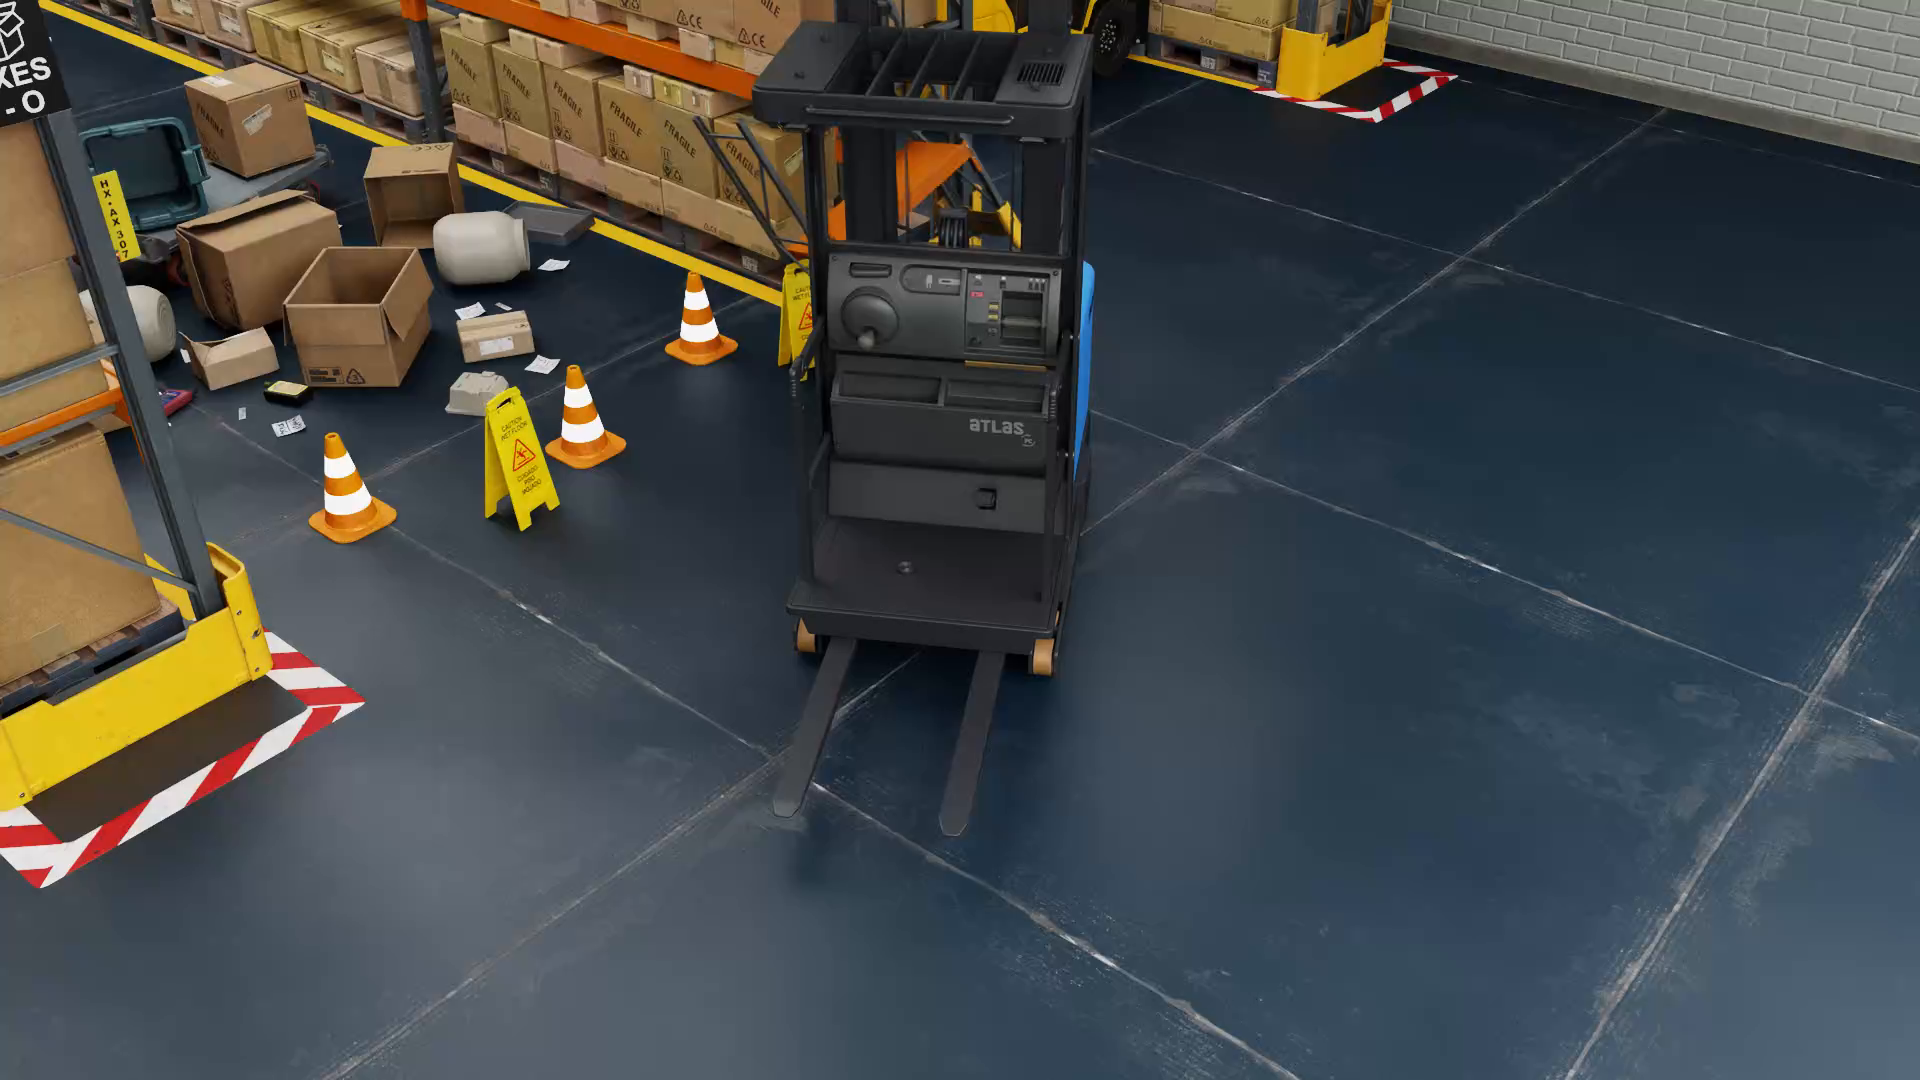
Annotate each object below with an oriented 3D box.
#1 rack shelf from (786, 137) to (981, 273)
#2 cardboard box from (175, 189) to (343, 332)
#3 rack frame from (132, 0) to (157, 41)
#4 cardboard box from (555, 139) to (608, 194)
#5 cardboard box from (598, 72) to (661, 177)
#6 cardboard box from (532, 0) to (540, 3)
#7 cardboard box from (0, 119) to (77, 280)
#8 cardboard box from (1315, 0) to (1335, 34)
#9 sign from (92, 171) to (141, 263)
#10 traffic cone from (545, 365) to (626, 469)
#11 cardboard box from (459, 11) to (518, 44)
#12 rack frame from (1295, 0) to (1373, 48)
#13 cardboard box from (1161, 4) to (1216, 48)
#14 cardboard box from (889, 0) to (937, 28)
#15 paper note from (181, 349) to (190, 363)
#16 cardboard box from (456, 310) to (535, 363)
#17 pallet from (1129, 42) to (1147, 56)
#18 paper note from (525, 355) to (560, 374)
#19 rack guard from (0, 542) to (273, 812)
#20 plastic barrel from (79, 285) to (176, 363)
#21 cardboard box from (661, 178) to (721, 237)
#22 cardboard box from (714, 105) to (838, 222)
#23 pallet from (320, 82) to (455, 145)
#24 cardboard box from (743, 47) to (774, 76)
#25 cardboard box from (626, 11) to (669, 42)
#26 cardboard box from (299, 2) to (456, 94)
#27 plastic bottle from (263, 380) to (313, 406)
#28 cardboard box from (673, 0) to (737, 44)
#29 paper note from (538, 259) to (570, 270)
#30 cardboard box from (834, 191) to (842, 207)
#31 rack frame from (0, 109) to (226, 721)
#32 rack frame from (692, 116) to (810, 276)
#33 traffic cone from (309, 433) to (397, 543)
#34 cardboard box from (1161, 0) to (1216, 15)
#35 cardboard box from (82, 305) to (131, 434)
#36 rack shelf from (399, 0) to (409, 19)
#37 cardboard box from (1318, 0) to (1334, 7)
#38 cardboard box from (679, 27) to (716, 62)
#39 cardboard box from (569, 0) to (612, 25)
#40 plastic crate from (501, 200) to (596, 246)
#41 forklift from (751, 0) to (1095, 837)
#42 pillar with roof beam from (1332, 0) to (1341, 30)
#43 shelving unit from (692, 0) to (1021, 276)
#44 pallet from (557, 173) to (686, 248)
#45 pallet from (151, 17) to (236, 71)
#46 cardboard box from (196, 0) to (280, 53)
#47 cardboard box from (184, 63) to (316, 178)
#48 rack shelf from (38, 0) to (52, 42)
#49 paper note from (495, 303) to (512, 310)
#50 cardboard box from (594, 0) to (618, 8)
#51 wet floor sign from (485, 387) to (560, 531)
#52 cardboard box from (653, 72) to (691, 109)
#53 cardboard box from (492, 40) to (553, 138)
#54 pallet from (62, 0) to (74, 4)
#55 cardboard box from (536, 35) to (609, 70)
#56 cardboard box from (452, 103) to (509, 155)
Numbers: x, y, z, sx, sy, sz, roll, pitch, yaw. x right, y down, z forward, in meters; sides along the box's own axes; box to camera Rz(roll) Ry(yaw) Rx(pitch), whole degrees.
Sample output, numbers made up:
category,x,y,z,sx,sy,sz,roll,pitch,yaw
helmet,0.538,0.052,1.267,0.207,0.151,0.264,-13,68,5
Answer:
category,x,y,z,sx,sy,sz,roll,pitch,yaw
rack shelf,-0.413,-1.739,8.750,1.000,0.185,0.538,-45,35,-17
cardboard box,-3.984,-1.610,9.531,0.503,0.637,0.797,25,42,32
rack frame,-6.439,-5.611,13.271,0.127,3.000,1.000,25,42,32
cardboard box,-2.257,-2.491,10.786,0.500,0.250,0.500,25,41,31
cardboard box,-1.860,-2.613,10.300,0.500,0.500,0.500,24,41,31
cardboard box,-2.484,-3.466,10.369,0.250,0.149,0.380,25,42,32
cardboard box,-3.640,-1.182,5.735,0.550,0.550,0.875,25,42,32
cardboard box,2.630,-4.177,13.241,0.500,0.250,0.500,25,42,32
sign,-3.020,-1.152,5.943,0.005,0.325,0.100,25,42,32
traffic cone,-1.895,-0.656,8.297,0.334,0.463,0.336,25,42,32
cardboard box,-3.026,-3.376,10.839,0.250,0.149,0.380,26,42,32
rack frame,2.883,-4.875,12.198,0.127,3.000,1.000,25,42,32
cardboard box,1.943,-4.131,13.174,0.500,0.250,0.500,25,42,32
cardboard box,-0.477,-3.170,9.365,0.500,0.500,0.500,25,41,31
paper note,-4.239,-1.049,9.258,0.172,0.023,0.155,-18,38,-25
cardboard box,-2.590,-1.134,9.270,0.380,0.149,0.250,-12,36,-17
pallet,1.335,-4.426,14.008,1.213,0.211,1.003,25,42,32
paper note,-2.290,-0.966,9.130,0.142,0.019,0.148,12,36,16
rack guard,-3.361,0.516,6.557,0.348,0.500,1.175,25,42,32
plastic barrel,-4.601,-1.167,9.075,0.512,0.421,0.421,-6,35,-8
cardboard box,-1.477,-2.120,10.245,0.500,0.250,0.500,25,42,32
cardboard box,-1.073,-2.239,9.756,0.500,0.500,0.500,26,42,32
pallet,-3.964,-3.294,12.361,1.213,0.211,1.003,25,42,32
cardboard box,-0.980,-2.696,9.248,0.250,0.149,0.380,25,42,31
cardboard box,-1.742,-3.085,9.815,0.250,0.149,0.380,25,42,31
cardboard box,-4.324,-3.700,12.439,0.625,0.372,0.950,28,43,34
plastic bottle,-3.598,-0.786,8.841,0.283,0.061,0.133,12,36,16
cardboard box,-1.266,-3.138,9.318,0.500,0.500,0.500,25,42,32
paper note,-2.485,-1.688,10.181,0.148,0.019,0.142,12,36,16
cardboard box,-0.733,-2.166,10.312,0.500,0.250,0.500,25,42,31
rack frame,-3.380,-0.523,5.863,0.127,3.000,1.000,25,42,32
rack frame,-0.838,-1.522,8.500,0.032,1.500,0.500,-45,35,-17
traffic cone,-2.879,-0.288,7.760,0.334,0.463,0.336,25,42,32
cardboard box,1.930,-4.347,13.046,0.500,0.250,0.500,25,42,31
cardboard box,-4.604,-0.827,8.511,0.500,0.500,0.500,-26,42,-32
rack shelf,-4.901,-4.590,12.420,4.000,0.370,1.077,25,42,32
cardboard box,2.654,-4.381,13.096,0.500,0.250,0.500,26,42,33
cardboard box,-1.381,-2.878,9.513,0.250,0.149,0.380,26,42,33
cardboard box,-2.139,-3.259,10.067,0.250,0.149,0.380,25,42,32
plastic crate,-2.683,-2.034,10.640,0.583,0.080,0.402,12,36,16
forklift,-0.097,-0.860,6.413,1.130,2.935,3.031,5,35,7
pillar with roof beam,0.170,-6.119,8.711,0.400,9.000,9.100,25,42,32
shelving unit,-0.502,-1.859,8.650,1.083,1.500,0.587,-45,35,-17
pallet,-1.884,-2.343,10.976,1.213,0.211,1.003,25,42,32
pallet,-5.839,-4.178,13.647,1.213,0.211,1.003,25,42,32
cardboard box,-5.438,-4.228,13.208,0.625,0.372,0.950,24,41,31
cardboard box,-4.480,-2.659,10.511,0.500,0.500,0.500,25,42,32
rack shelf,-4.917,-2.188,6.272,4.000,0.370,1.077,25,42,32
paper note,-2.672,-1.366,9.730,0.123,0.001,0.032,25,42,32
cardboard box,-2.025,-3.512,9.863,0.500,0.500,0.500,26,42,32
wet floor sign,-2.091,-0.404,7.768,0.232,0.644,0.267,18,38,24
cardboard box,-1.589,-2.703,9.858,0.250,0.149,0.380,26,42,33
cardboard box,-2.665,-2.991,10.852,0.500,0.500,0.500,27,43,34
pallet,-7.930,-5.222,15.168,1.213,0.211,1.003,25,42,32
cardboard box,-2.421,-3.094,10.429,0.250,0.149,0.380,28,43,34
cardboard box,-3.084,-2.871,11.339,0.500,0.250,0.500,23,41,30
